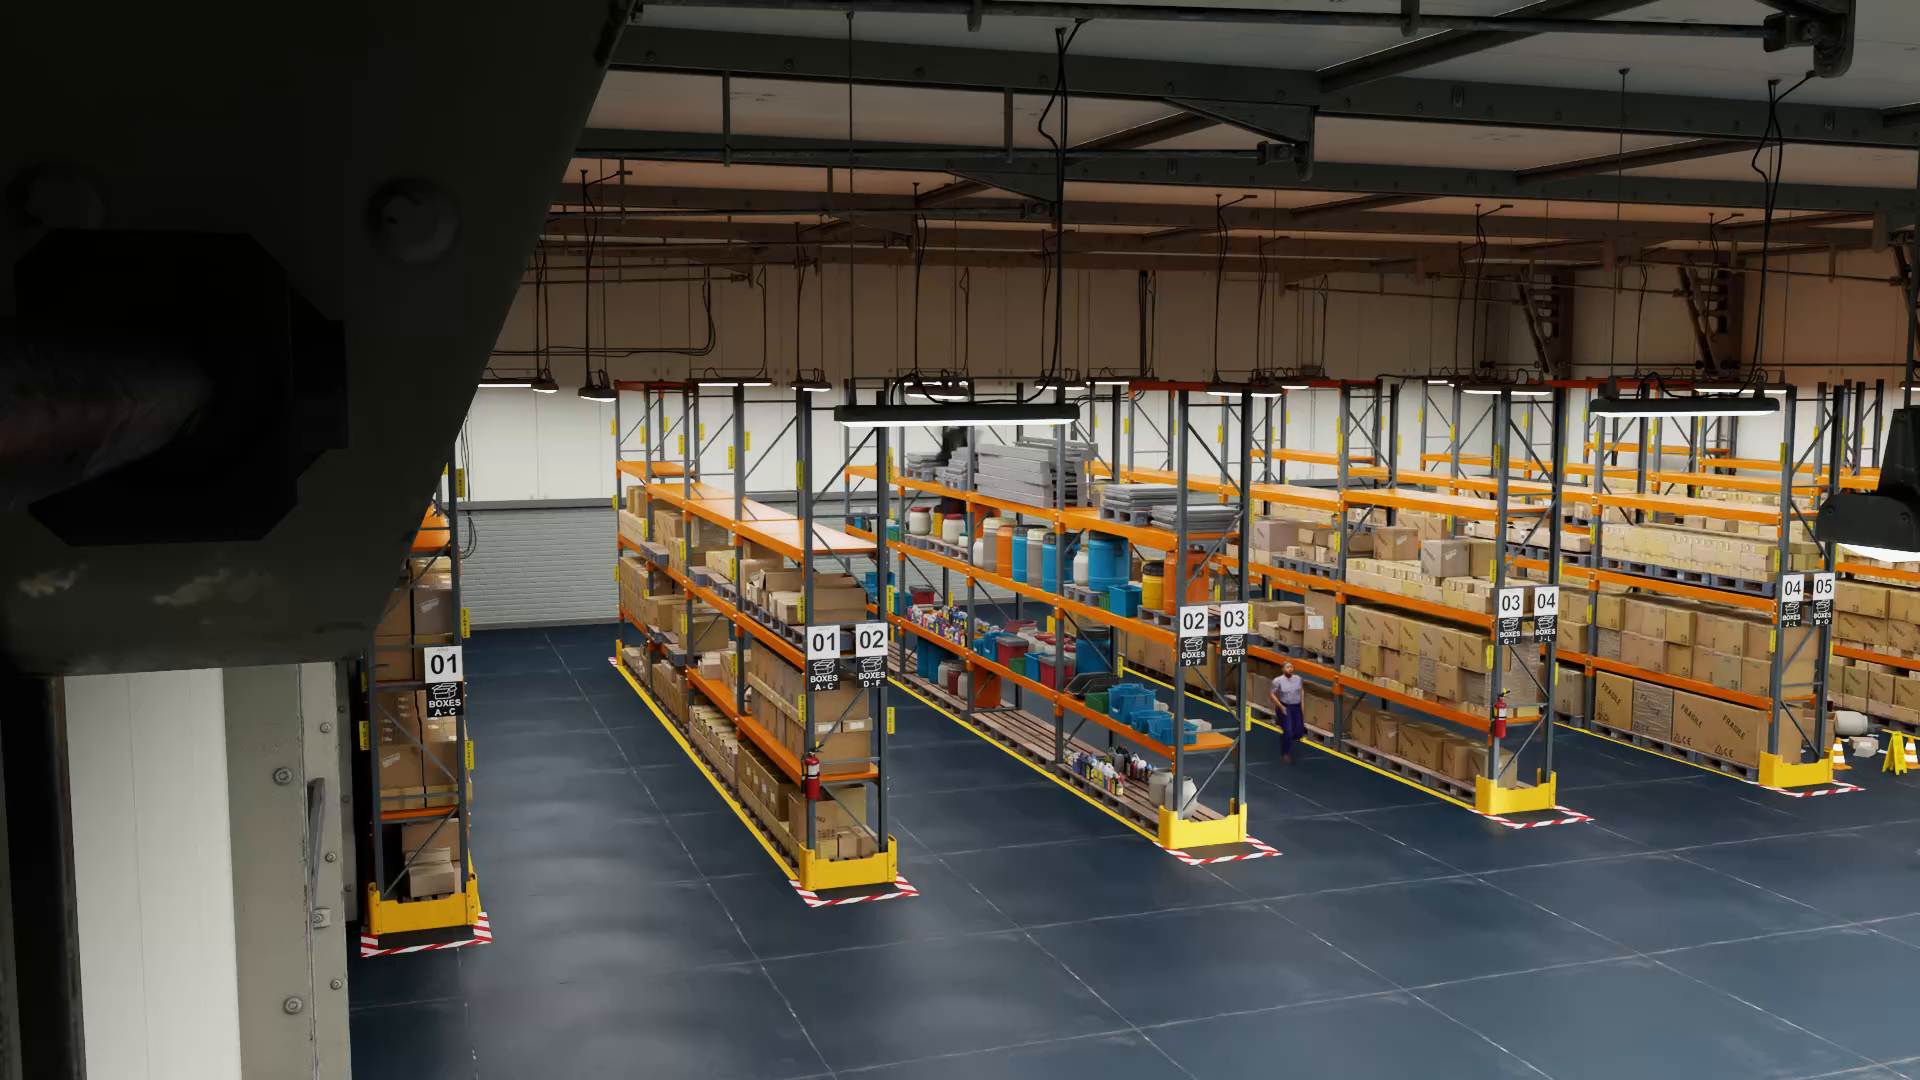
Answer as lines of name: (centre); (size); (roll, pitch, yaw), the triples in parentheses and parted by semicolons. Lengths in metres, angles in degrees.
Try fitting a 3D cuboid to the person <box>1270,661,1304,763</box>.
person: (5.252, 2.731, 26.626); (0.605, 1.616, 0.535); (-2, 6, -16)
